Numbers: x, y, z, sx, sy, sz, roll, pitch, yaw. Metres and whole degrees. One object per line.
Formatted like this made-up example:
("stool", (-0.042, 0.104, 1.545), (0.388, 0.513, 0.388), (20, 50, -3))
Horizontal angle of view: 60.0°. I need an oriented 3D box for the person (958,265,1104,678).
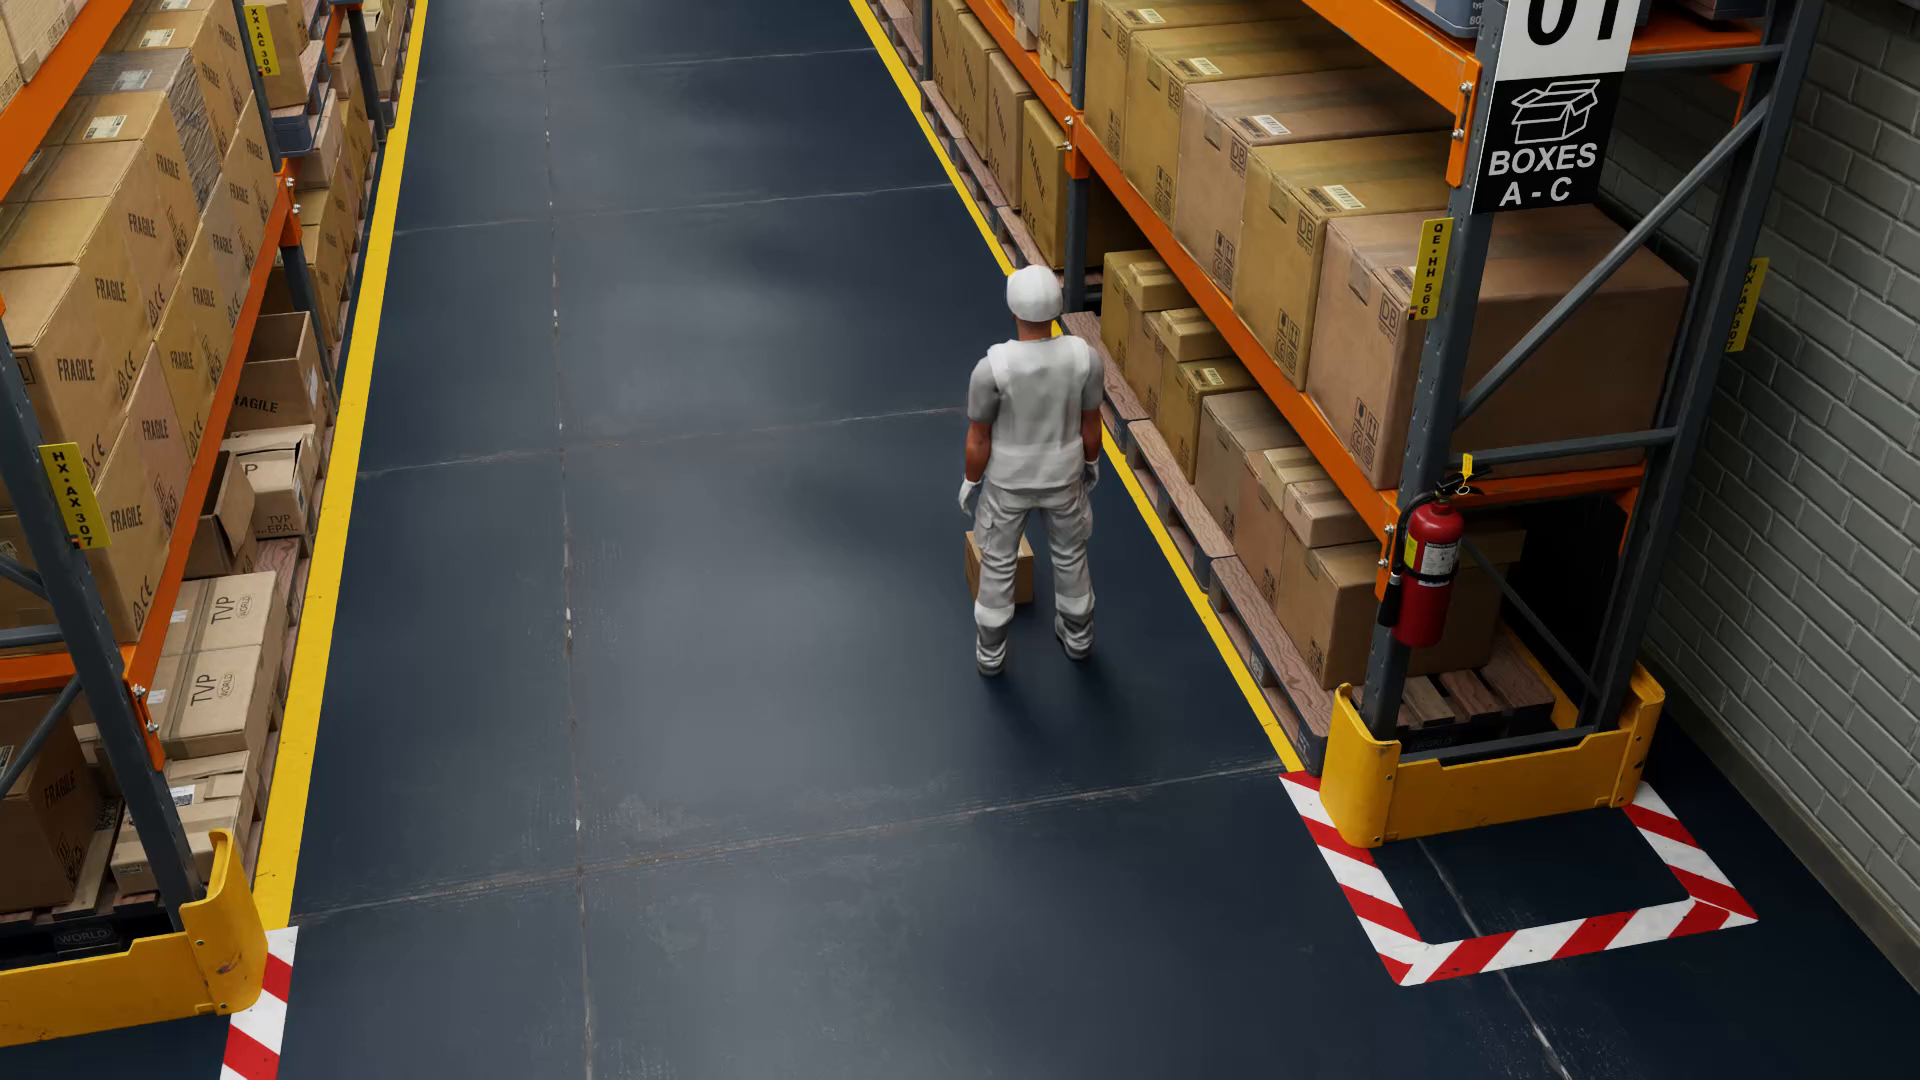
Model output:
("person", (0.269, -0.270, 6.510), (0.570, 1.792, 0.405), (-4, 34, -6))
